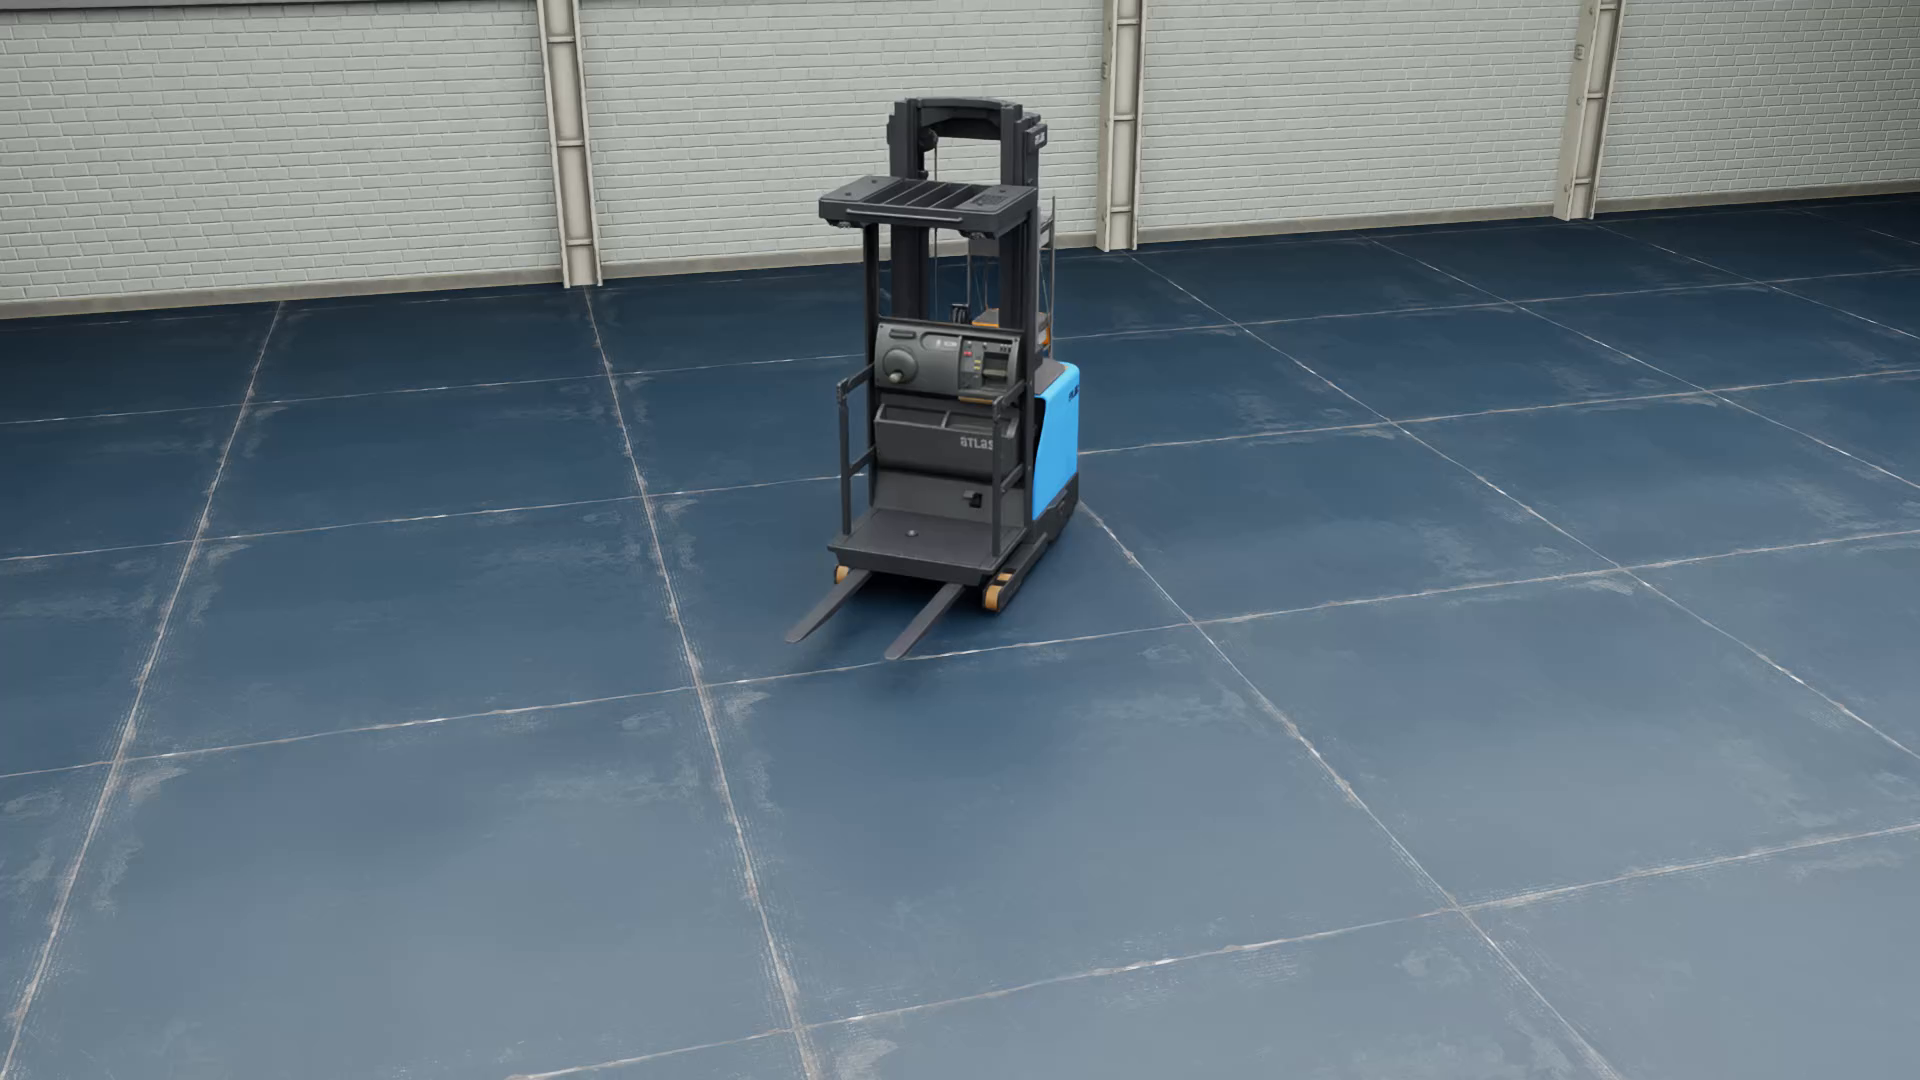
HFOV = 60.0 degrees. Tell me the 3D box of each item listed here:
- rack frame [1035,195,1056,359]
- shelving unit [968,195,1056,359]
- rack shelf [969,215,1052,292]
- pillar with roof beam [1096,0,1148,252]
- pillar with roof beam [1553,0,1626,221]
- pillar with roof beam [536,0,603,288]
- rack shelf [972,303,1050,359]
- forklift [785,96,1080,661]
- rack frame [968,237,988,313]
[{"bbox_3d":[0.588,-1.337,11.702,0.015,2.100,0.400,8,24,18],"label":"rack frame"},{"bbox_3d":[0.357,-1.368,11.776,0.503,2.100,0.431,8,24,18],"label":"shelving unit"},{"bbox_3d":[0.357,-1.999,11.505,0.480,0.518,0.431,8,24,18],"label":"rack shelf"},{"bbox_3d":[2.953,-5.852,13.476,0.400,9.000,9.100,-6,24,-14],"label":"pillar with roof beam"},{"bbox_3d":[8.730,-6.491,14.966,0.400,9.000,9.100,-6,24,-14],"label":"pillar with roof beam"},{"bbox_3d":[-2.824,-5.213,11.987,0.400,9.000,9.100,-6,24,-14],"label":"pillar with roof beam"},{"bbox_3d":[0.357,-1.356,11.781,0.480,0.518,0.431,8,24,18],"label":"rack shelf"},{"bbox_3d":[-0.154,-1.087,10.067,1.130,2.935,3.031,8,25,18],"label":"forklift"},{"bbox_3d":[0.127,-1.400,11.850,0.015,2.100,0.400,8,24,18],"label":"rack frame"}]
